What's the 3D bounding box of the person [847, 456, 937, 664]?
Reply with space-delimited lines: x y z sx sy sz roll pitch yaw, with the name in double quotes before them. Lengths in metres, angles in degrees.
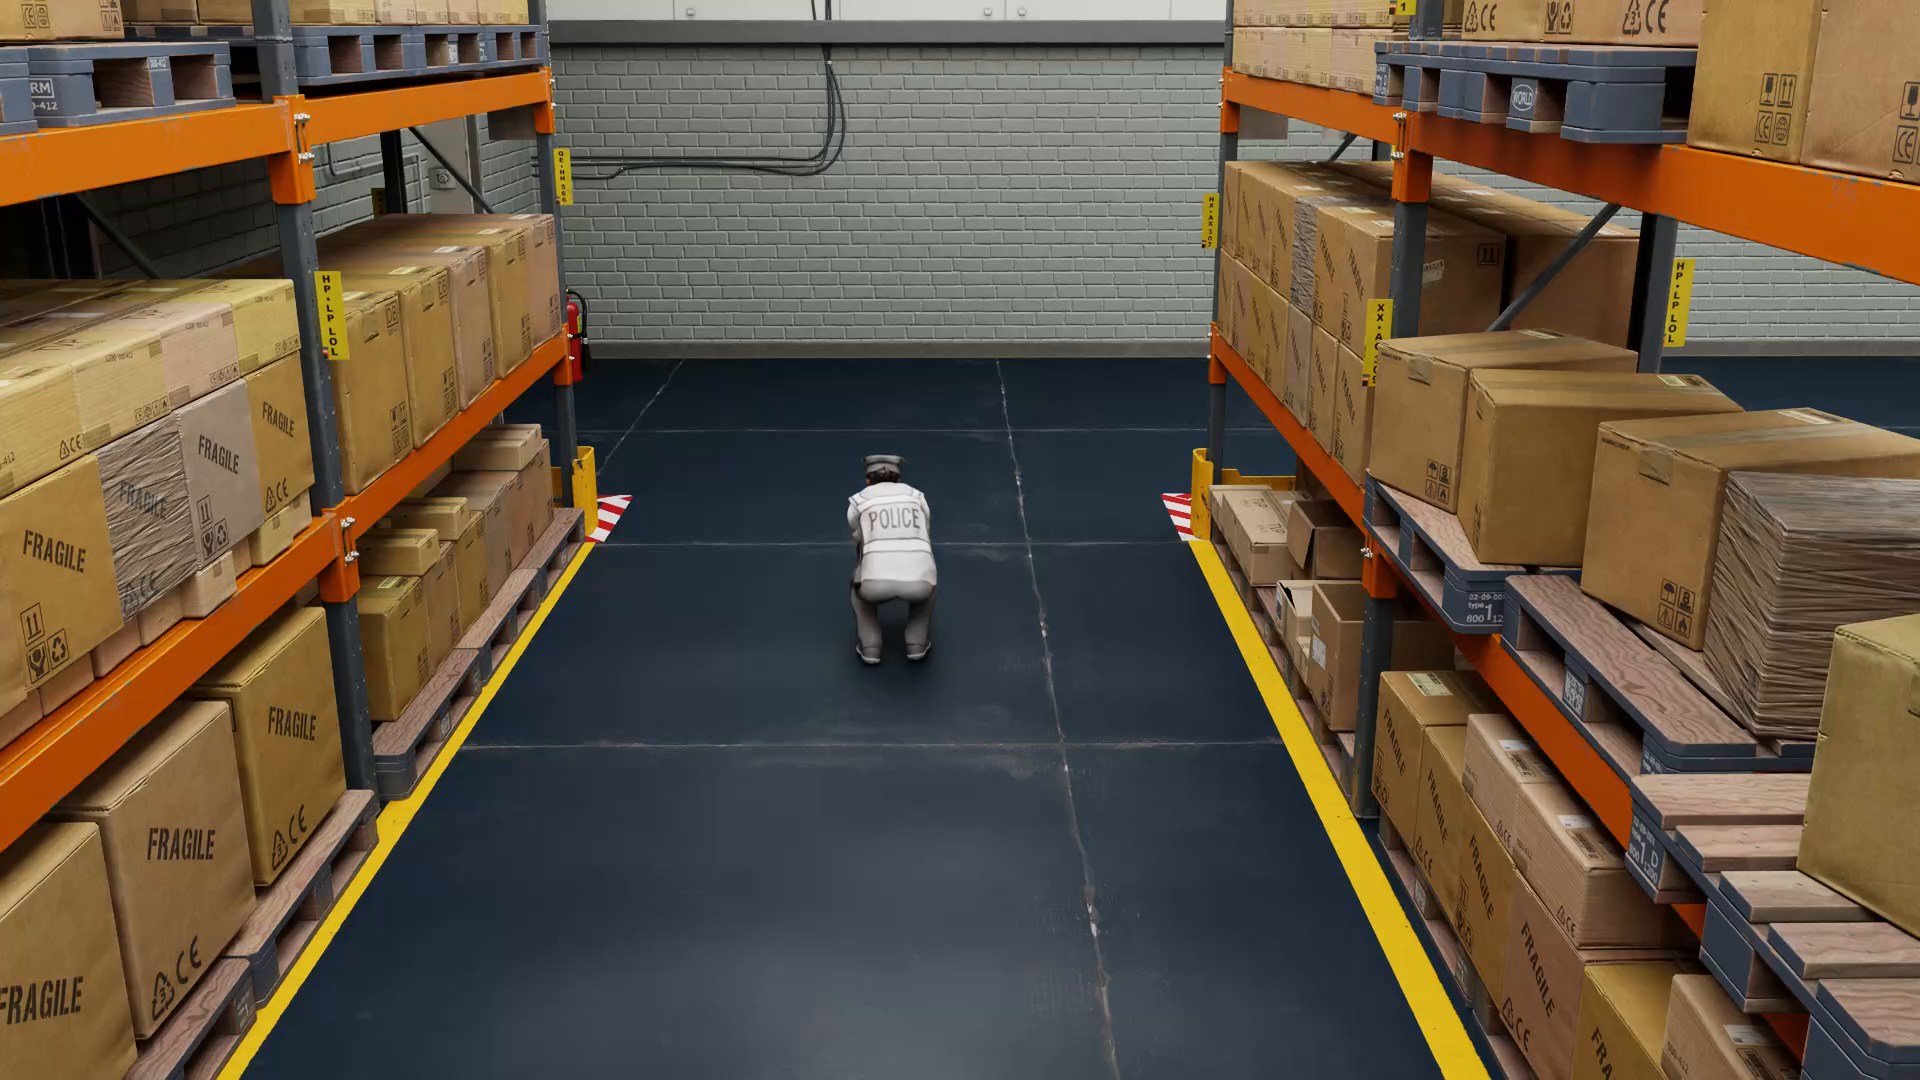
"person" -0.342 0.090 8.446 0.453 0.975 0.868 -1 17 -2
